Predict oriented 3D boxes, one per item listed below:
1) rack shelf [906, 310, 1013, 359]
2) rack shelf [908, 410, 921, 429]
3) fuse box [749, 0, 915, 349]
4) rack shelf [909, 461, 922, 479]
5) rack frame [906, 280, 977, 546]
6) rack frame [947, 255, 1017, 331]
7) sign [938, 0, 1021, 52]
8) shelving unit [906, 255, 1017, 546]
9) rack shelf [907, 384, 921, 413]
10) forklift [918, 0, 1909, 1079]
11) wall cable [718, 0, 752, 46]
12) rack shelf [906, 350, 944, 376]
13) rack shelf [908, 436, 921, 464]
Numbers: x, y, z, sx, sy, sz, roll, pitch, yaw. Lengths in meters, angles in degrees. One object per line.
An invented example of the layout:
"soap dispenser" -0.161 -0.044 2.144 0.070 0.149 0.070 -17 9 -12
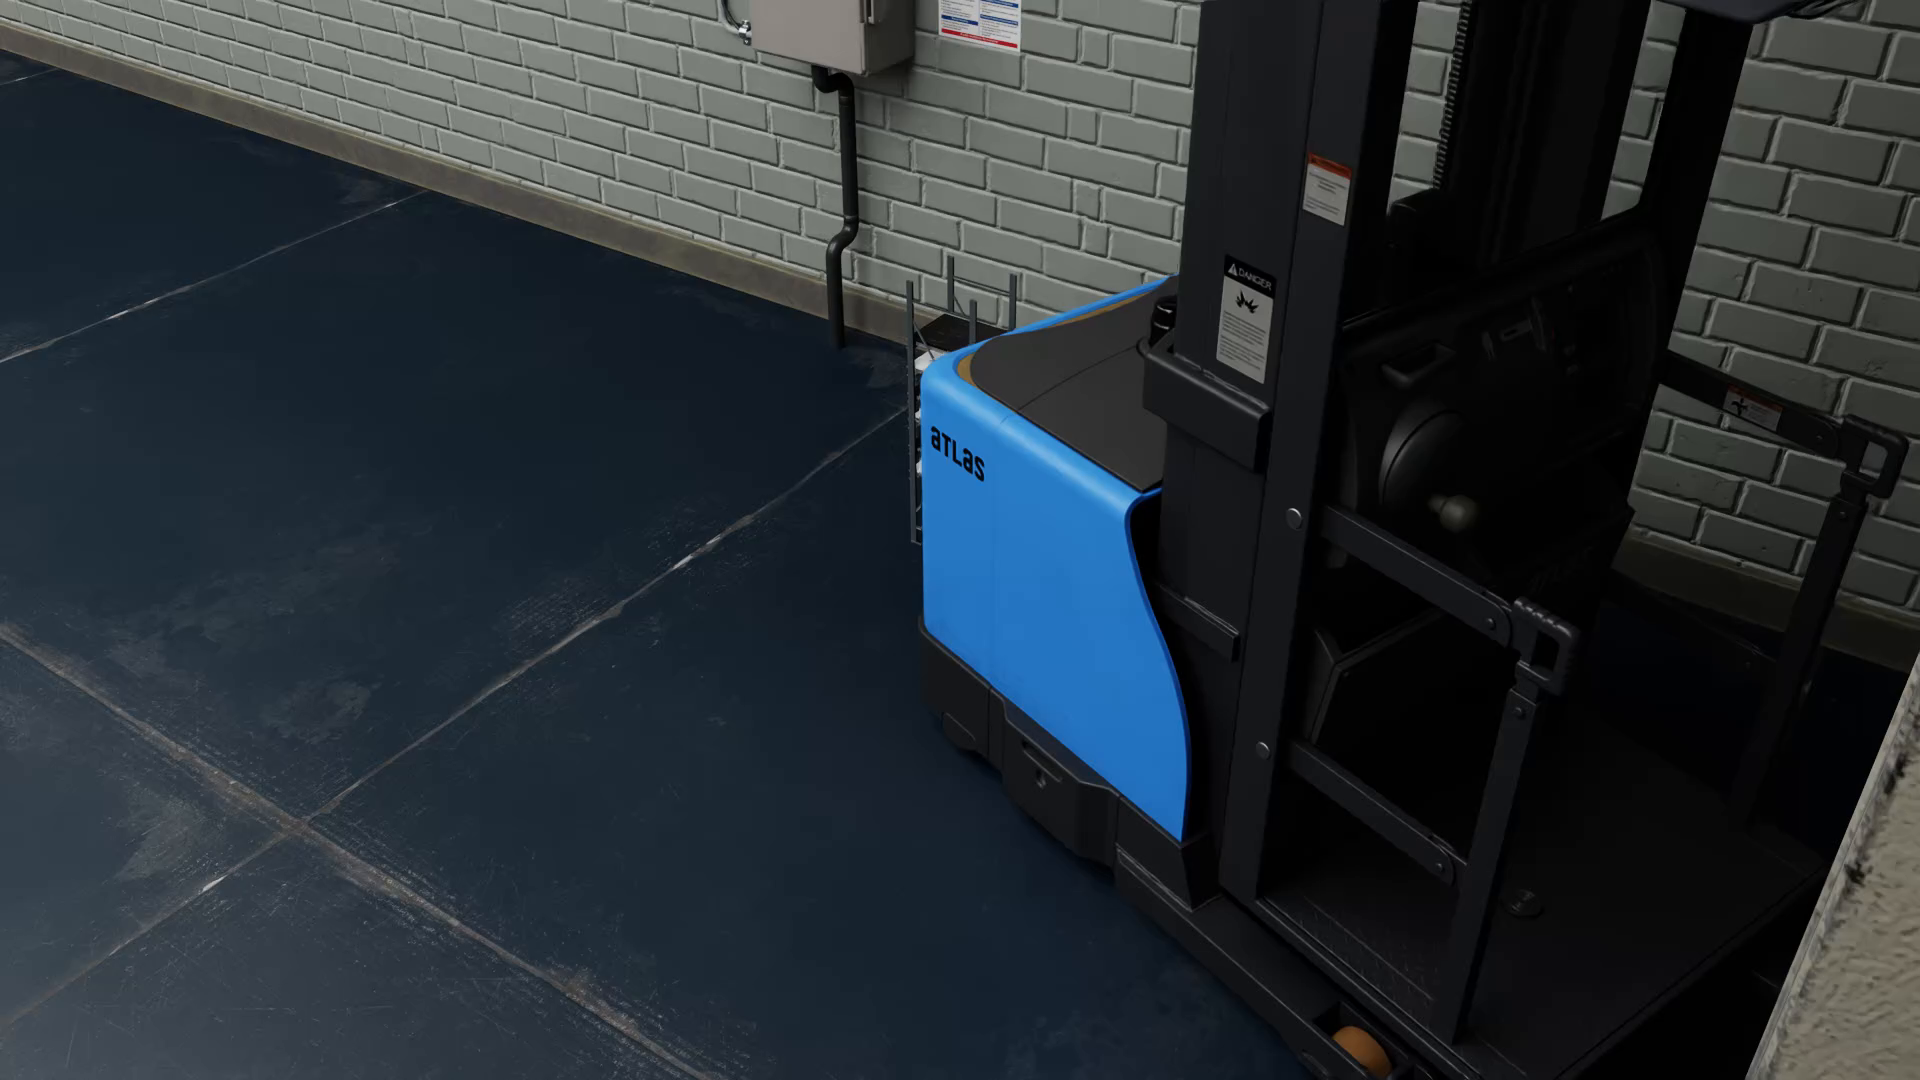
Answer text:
"rack shelf" 0.005 -0.573 4.871 0.258 0.077 0.200 21 39 28
"rack shelf" 0.005 -0.349 5.022 0.258 0.077 0.200 21 39 28
"fuse box" -0.461 -1.429 5.835 0.539 1.711 0.414 21 39 28
"rack shelf" 0.005 -0.200 5.123 0.258 0.077 0.200 21 39 28
"rack frame" -0.053 -0.330 4.934 0.240 0.900 0.006 21 39 28
"rack frame" 0.063 -0.423 5.073 0.240 0.900 0.006 21 39 28
"sign" 0.063 -1.861 5.408 0.329 0.494 0.001 21 39 28
"shelving unit" 0.005 -0.376 5.003 0.258 0.900 0.210 21 39 28
"rack shelf" 0.005 -0.423 4.972 0.258 0.077 0.200 21 39 28
"forklift" 1.172 -0.251 3.005 1.130 2.935 3.031 -23 40 -30
"wall cable" -0.932 -2.674 5.619 0.588 1.984 0.122 21 39 28
"rack shelf" 0.005 -0.498 4.921 0.258 0.077 0.200 21 39 28
"rack shelf" 0.005 -0.274 5.073 0.258 0.077 0.200 21 39 28
